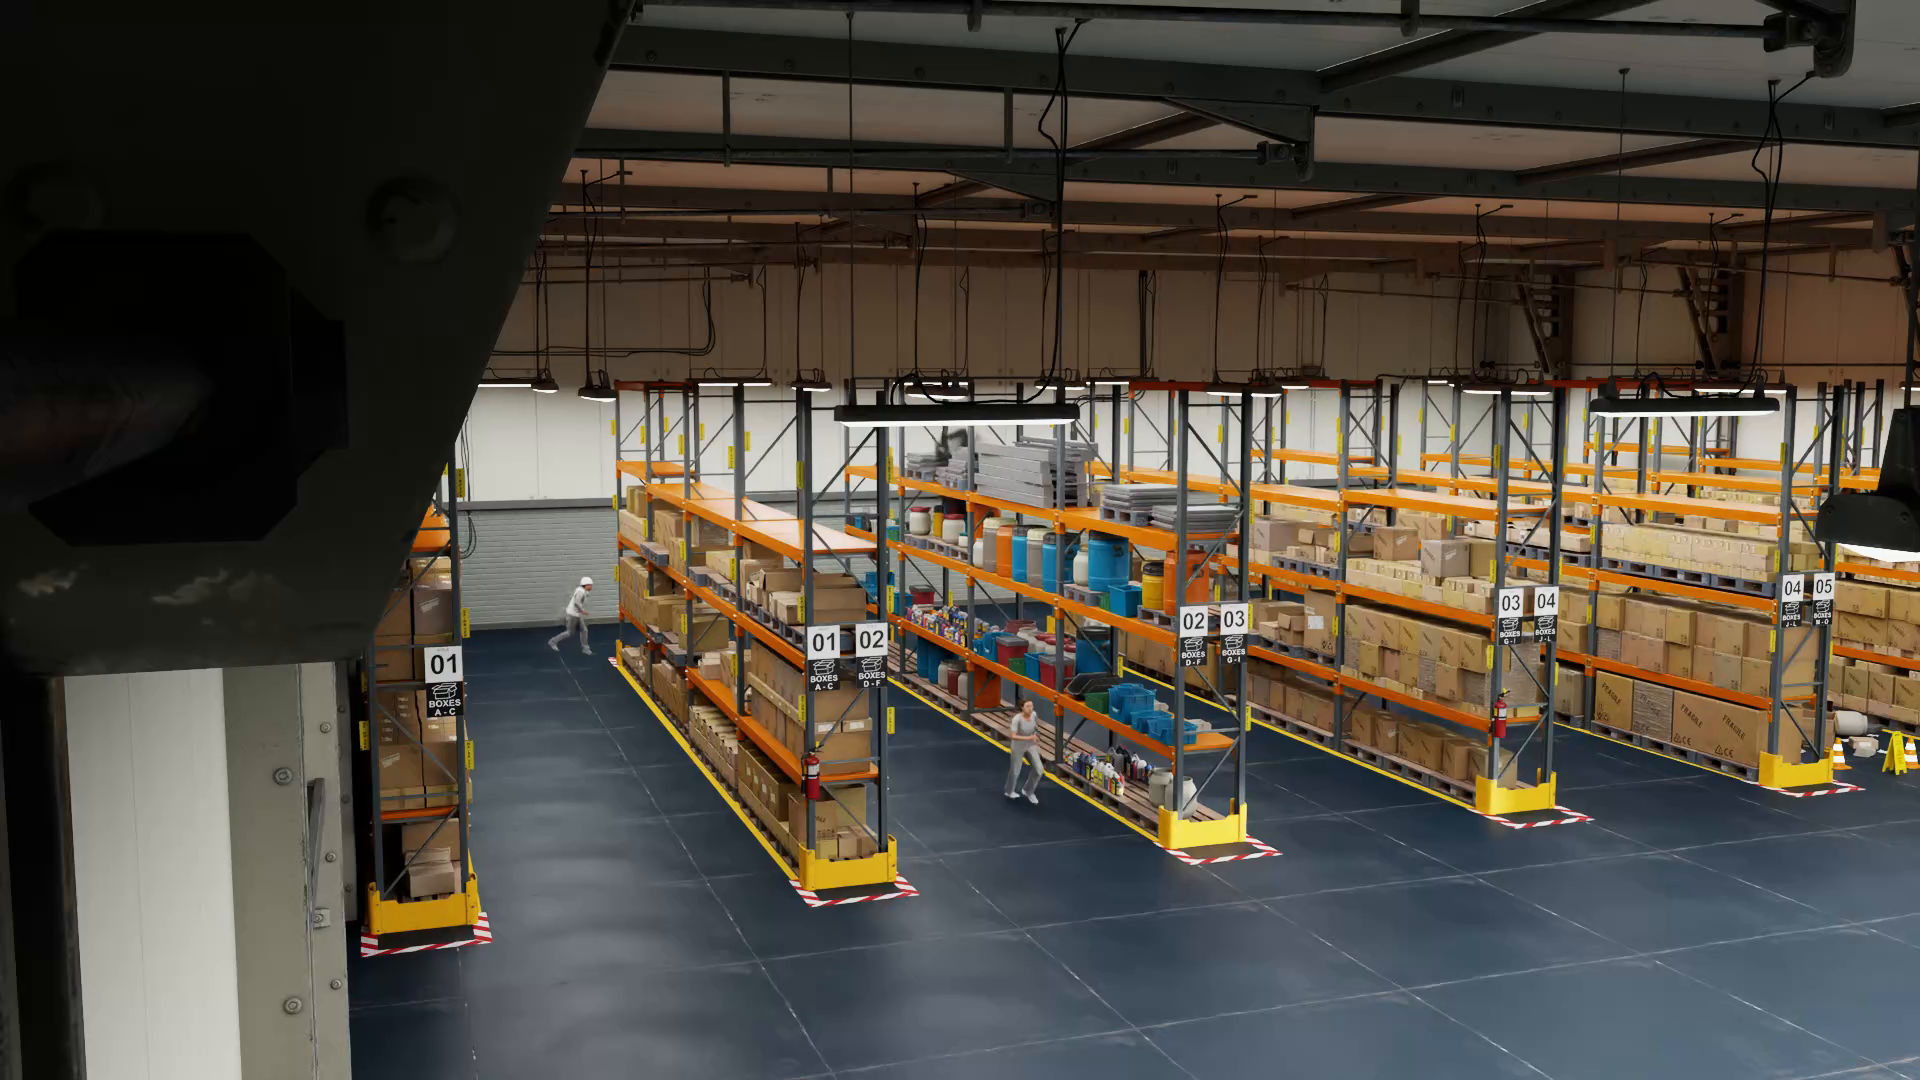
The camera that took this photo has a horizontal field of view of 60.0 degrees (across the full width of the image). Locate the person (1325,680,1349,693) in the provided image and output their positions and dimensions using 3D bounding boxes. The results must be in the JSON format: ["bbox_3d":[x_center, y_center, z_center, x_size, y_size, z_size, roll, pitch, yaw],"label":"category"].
[{"bbox_3d":[7.162,2.214,31.200,0.715,1.595,1.102,-1,6,-10],"label":"person"}]

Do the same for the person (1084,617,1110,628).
[{"bbox_3d":[2.683,2.021,32.569,0.700,1.809,0.544,1,6,11],"label":"person"}]

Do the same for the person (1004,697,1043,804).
[{"bbox_3d":[0.923,3.012,23.925,0.565,1.592,0.909,-3,7,-27],"label":"person"}]

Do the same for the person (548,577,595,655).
[{"bbox_3d":[-8.464,1.679,36.190,1.024,1.733,0.688,-2,6,-19],"label":"person"}]
